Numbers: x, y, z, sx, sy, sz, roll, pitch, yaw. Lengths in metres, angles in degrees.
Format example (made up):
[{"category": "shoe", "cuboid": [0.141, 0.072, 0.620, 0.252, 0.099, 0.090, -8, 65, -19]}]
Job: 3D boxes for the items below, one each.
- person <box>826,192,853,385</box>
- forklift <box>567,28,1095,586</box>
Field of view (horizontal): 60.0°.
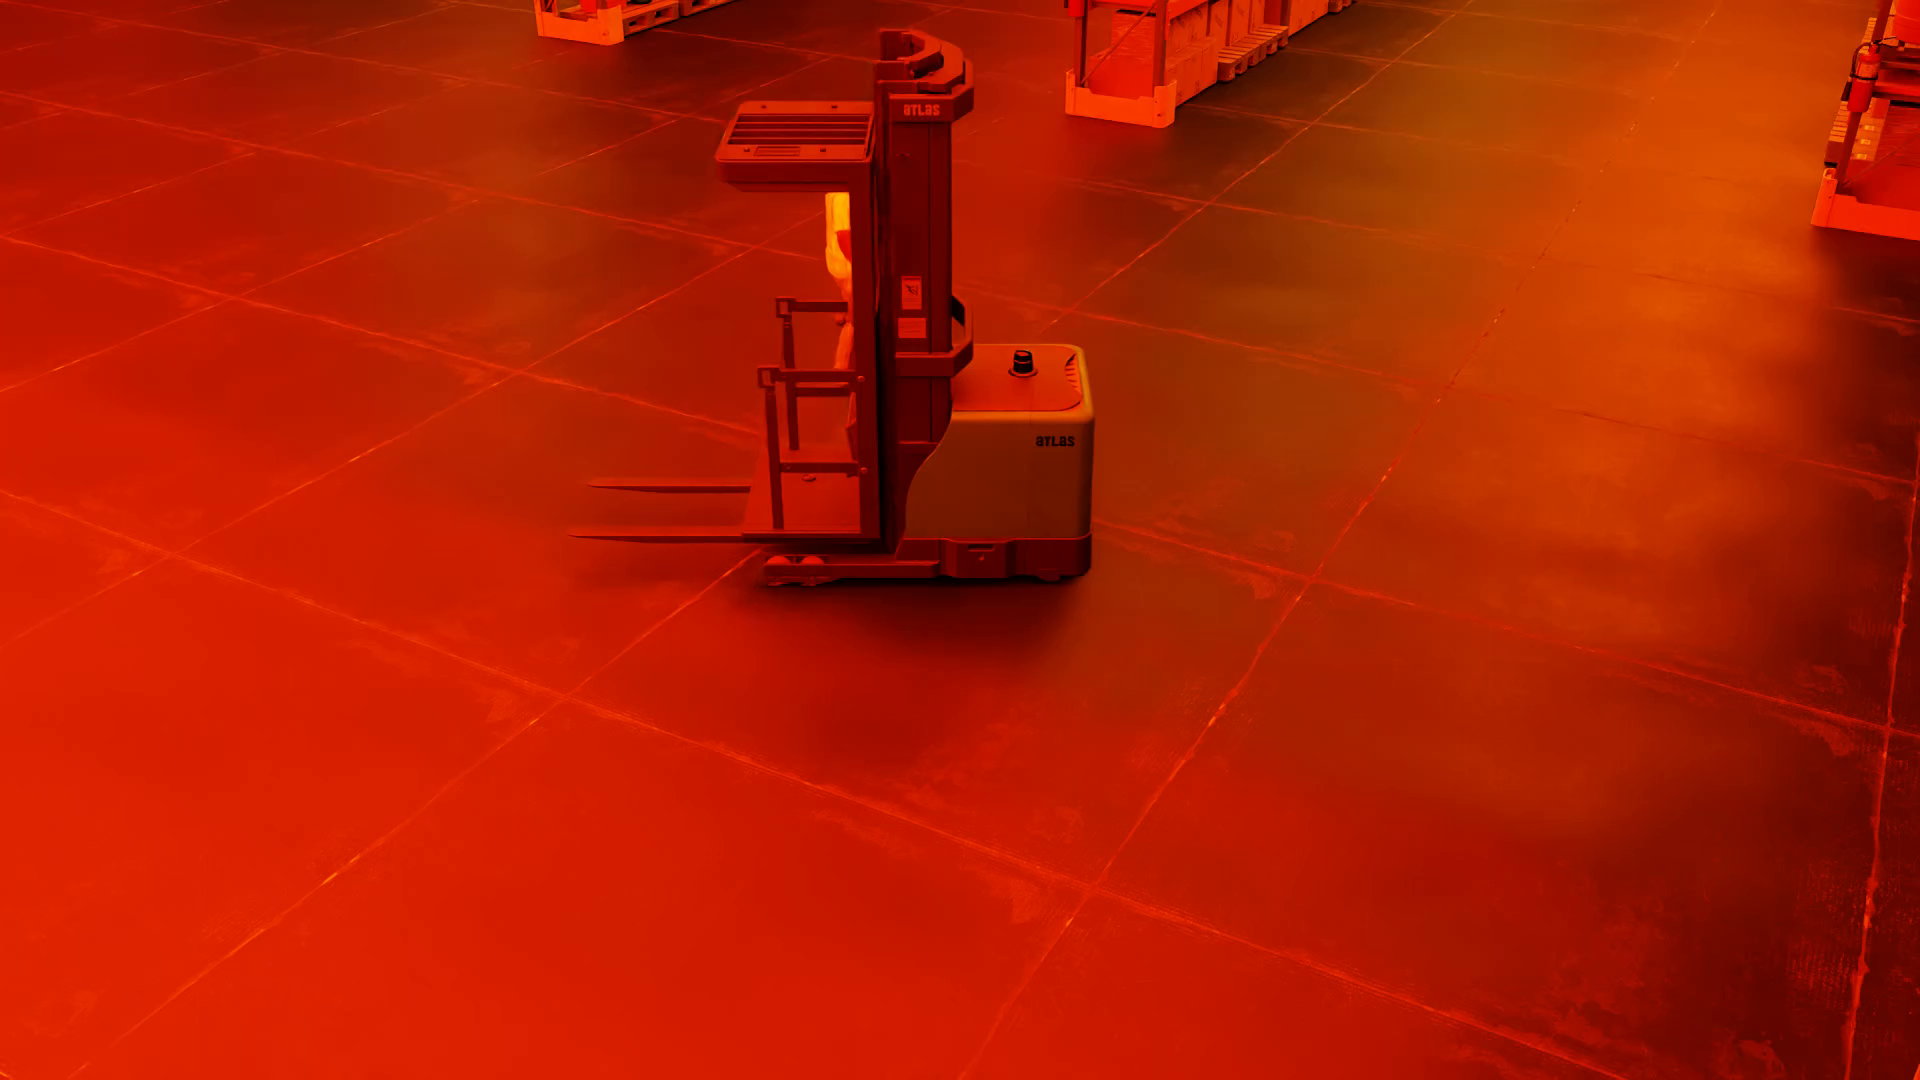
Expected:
[{"category": "person", "cuboid": [-0.674, -1.901, 11.555, 0.523, 1.743, 0.794, -9, 31, -16]}, {"category": "forklift", "cuboid": [-0.758, -1.271, 9.273, 3.031, 2.935, 1.130, 0, 30, 0]}]
